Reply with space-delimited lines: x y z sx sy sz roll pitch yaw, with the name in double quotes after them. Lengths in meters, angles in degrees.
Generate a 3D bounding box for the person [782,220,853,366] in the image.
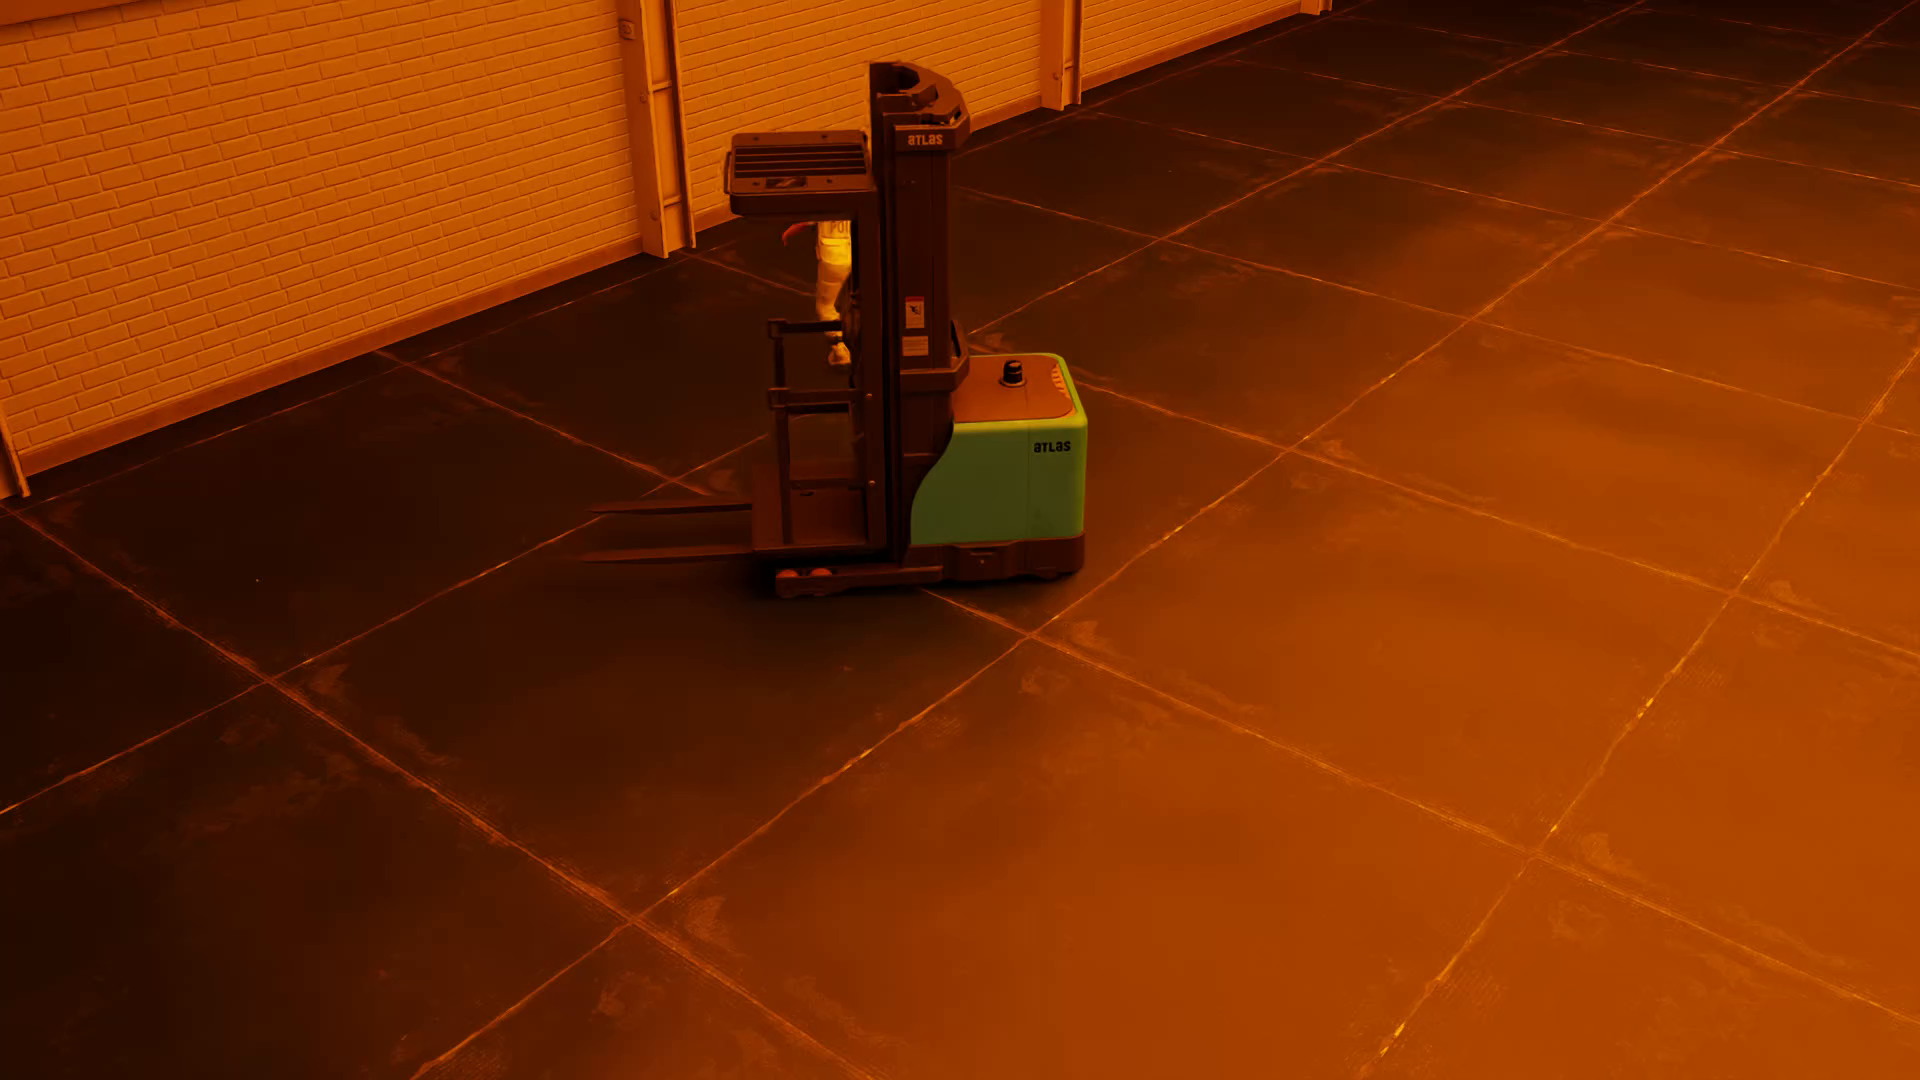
-0.854 -2.111 12.499 0.829 1.646 0.675 -11 32 -18 "person"

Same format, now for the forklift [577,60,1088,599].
-0.796 -1.198 9.646 3.031 2.935 1.130 -3 30 -5 "forklift"
